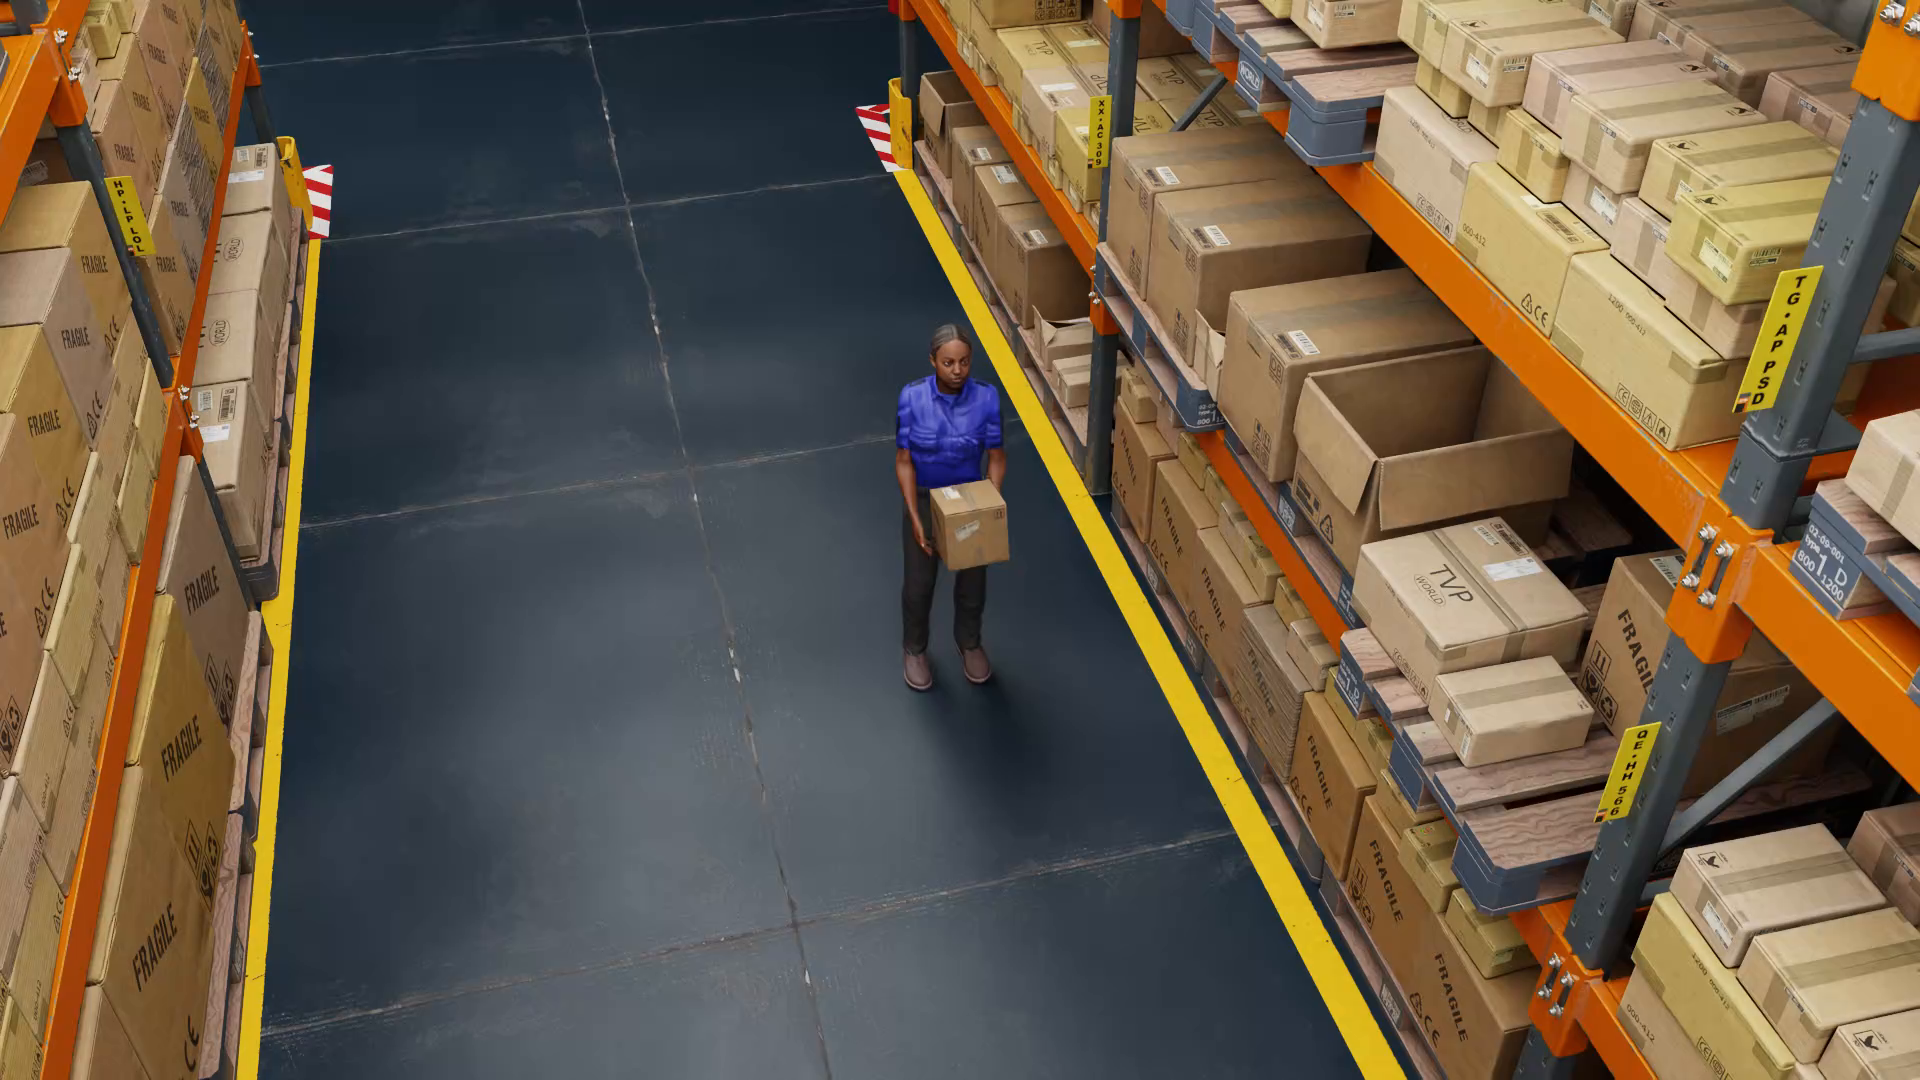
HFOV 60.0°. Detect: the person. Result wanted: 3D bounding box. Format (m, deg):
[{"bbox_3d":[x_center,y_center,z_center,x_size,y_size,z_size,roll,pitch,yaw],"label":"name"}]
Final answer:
[{"bbox_3d":[-0.033,-0.087,6.827,0.456,1.656,0.503,-3,38,-3],"label":"person"}]
